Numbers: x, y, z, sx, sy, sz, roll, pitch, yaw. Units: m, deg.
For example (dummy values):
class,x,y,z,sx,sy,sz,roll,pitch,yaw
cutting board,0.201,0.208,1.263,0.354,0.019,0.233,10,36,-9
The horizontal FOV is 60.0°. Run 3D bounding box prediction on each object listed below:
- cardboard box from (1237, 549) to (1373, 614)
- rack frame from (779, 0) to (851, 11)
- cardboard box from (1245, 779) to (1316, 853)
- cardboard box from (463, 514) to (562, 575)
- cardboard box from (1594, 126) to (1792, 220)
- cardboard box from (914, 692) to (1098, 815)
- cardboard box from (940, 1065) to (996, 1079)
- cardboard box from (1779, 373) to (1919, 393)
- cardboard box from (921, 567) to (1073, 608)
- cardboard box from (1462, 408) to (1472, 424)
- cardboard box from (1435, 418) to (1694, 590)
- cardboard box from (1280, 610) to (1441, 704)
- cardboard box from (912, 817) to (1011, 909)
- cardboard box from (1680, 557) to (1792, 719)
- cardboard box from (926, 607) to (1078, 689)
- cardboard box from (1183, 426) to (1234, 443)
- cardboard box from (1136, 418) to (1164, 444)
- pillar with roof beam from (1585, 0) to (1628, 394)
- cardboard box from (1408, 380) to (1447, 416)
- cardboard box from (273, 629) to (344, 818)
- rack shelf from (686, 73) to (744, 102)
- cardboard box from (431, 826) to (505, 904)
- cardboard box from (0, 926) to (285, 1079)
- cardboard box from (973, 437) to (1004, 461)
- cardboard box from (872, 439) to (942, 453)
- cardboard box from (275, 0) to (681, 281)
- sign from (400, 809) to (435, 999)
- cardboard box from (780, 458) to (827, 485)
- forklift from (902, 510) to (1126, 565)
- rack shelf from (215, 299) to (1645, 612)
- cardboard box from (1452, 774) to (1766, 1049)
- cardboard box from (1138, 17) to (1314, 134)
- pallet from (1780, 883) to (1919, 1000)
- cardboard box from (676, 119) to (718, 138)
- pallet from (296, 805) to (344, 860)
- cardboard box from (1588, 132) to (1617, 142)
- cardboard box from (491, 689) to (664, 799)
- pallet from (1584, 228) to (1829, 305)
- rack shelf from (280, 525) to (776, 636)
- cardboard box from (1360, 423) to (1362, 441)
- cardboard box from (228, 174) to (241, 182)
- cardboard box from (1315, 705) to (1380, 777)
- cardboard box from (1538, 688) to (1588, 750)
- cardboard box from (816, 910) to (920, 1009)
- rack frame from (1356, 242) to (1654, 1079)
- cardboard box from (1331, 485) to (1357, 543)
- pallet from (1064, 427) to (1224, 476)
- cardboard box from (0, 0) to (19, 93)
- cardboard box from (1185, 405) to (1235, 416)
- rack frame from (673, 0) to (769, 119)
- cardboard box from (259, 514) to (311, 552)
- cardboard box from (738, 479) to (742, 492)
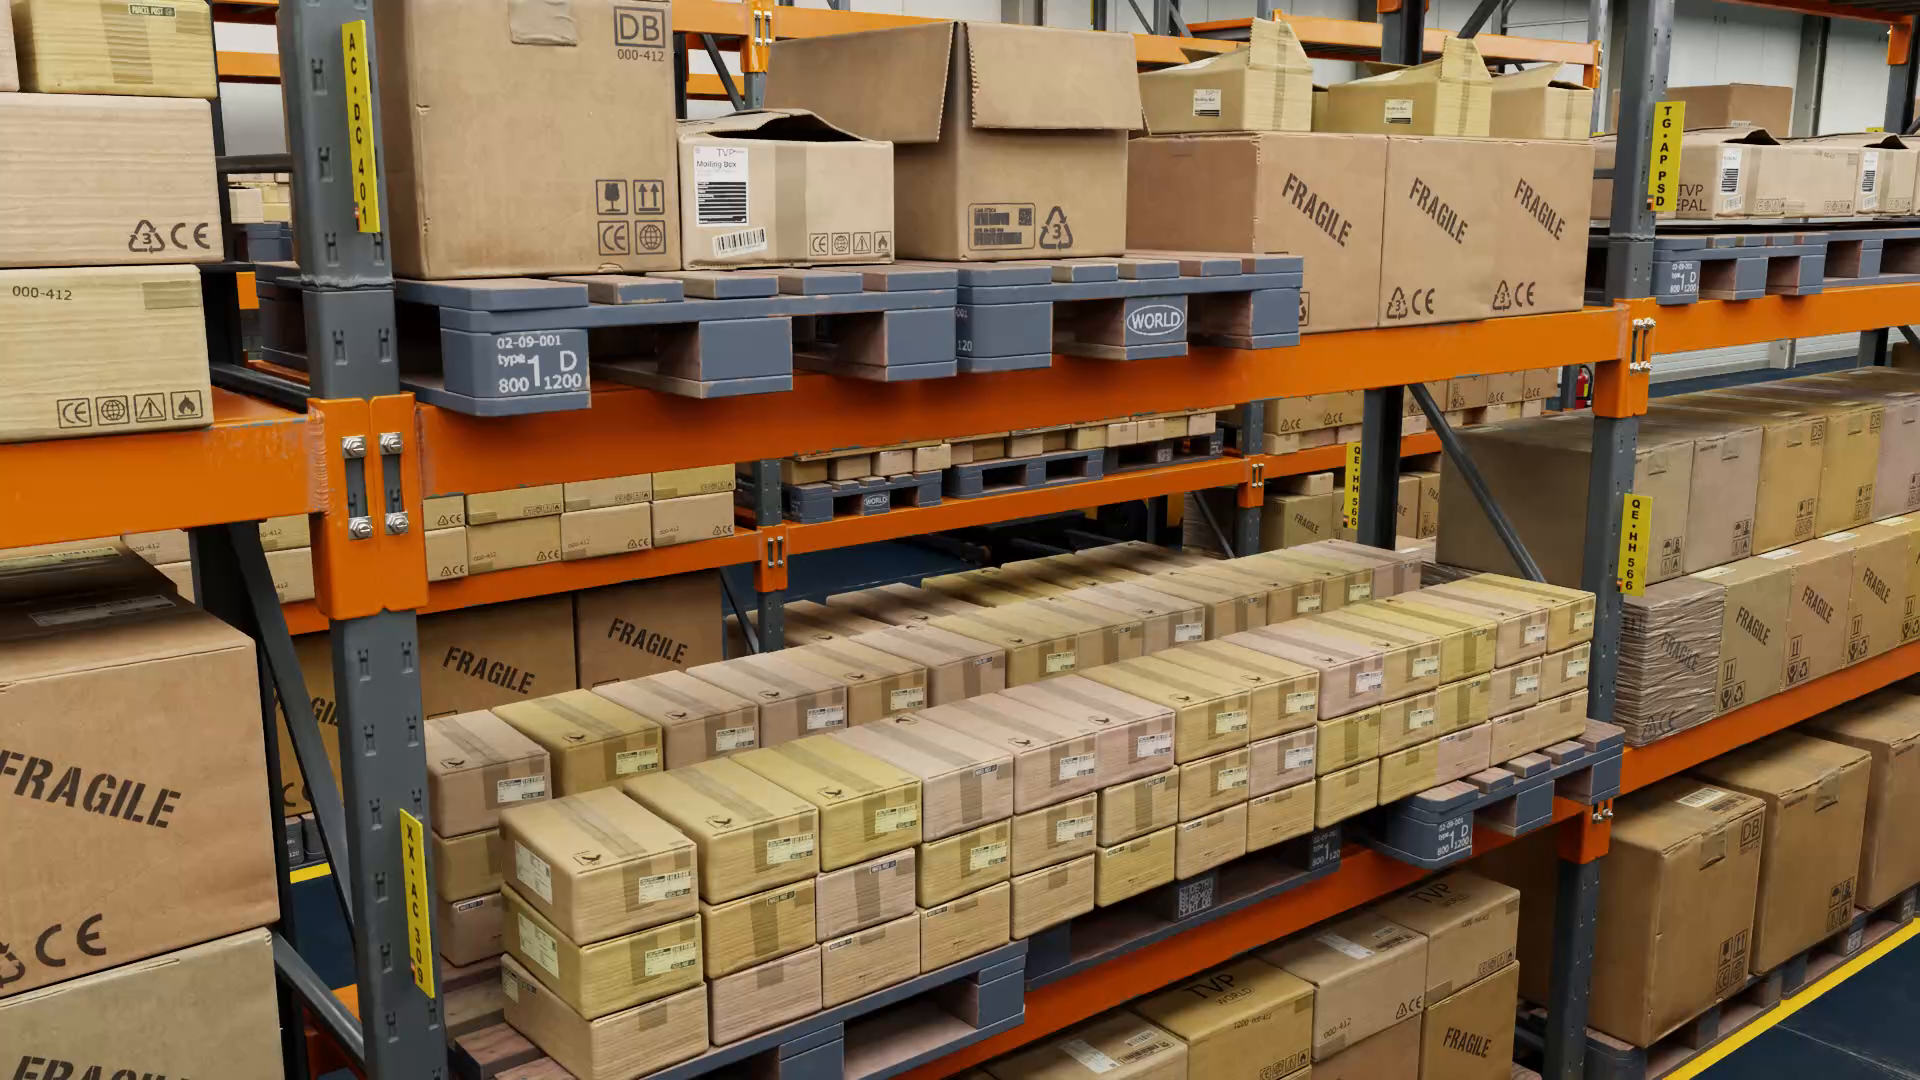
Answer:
class,x,y,z,sx,sy,sz,roll,pitch,yaw
cardboard box,1.131,0.148,5.494,0.250,0.149,0.380,-10,16,-39
rack frame,-1.331,-4.590,15.203,0.127,3.000,1.000,-9,15,-38
cardboard box,0.718,0.679,4.424,0.250,0.149,0.380,-9,15,-36
cardboard box,-2.376,-0.020,8.482,0.500,0.250,0.500,-10,15,-38
cardboard box,2.523,-1.279,5.792,0.500,0.311,0.500,-9,15,-38
cardboard box,0.104,0.491,3.877,0.250,0.149,0.380,-10,15,-38
cardboard box,-0.146,1.504,4.145,0.500,0.250,0.500,-9,15,-36
cardboard box,4.160,-0.467,7.580,0.500,0.500,0.700,-10,15,-39
cardboard box,0.264,0.481,11.076,0.625,0.372,0.950,-9,15,-36
cardboard box,3.926,-1.035,13.507,0.250,0.149,0.380,-9,15,-37
cardboard box,2.177,-0.137,6.026,0.500,0.500,0.700,-10,15,-38
cardboard box,1.116,0.323,4.667,0.250,0.149,0.380,-9,15,-36
cardboard box,-0.103,0.671,3.748,0.250,0.149,0.380,-10,16,-40
cardboard box,2.735,0.328,6.245,0.500,0.500,0.500,-10,15,-38
cardboard box,0.116,0.315,4.706,0.250,0.149,0.380,-10,15,-38
cardboard box,1.833,-0.820,12.493,0.250,0.149,0.380,-10,15,-38
cardboard box,1.148,-0.752,11.162,0.250,0.149,0.380,-10,15,-39
pillar with roof beam,12.745,-6.024,21.955,0.400,9.000,9.100,-9,15,-38
cardboard box,3.450,-1.258,12.998,0.500,0.500,0.500,-9,15,-37
cardboard box,-3.339,0.809,8.324,0.875,0.875,0.875,-9,15,-36
rack shelf,-2.893,-3.783,14.098,4.000,0.370,1.077,-9,15,-38
cardboard box,-1.115,0.665,3.775,0.250,0.149,0.380,-9,15,-36
cardboard box,-1.504,0.891,2.877,0.500,0.500,0.500,-9,15,-38
cardboard box,0.067,-0.605,10.473,0.250,0.149,0.380,-9,15,-35
cardboard box,-0.452,-0.822,9.930,0.500,0.500,0.500,-8,15,-35
cardboard box,-0.938,-0.776,3.212,0.500,0.500,0.700,-9,15,-38
sign,-0.958,0.640,2.930,0.005,0.325,0.100,-9,15,-38
cardboard box,-0.981,-0.427,9.632,0.250,0.149,0.380,-11,16,-41
forklift,0.396,-1.333,14.473,1.130,2.935,3.031,-10,15,-38
rack shelf,0.259,-0.398,4.415,4.000,0.370,1.077,-9,15,-38
cardboard box,2.352,1.288,6.367,0.750,0.750,1.050,-10,15,-38
cardboard box,0.676,-1.168,4.225,0.258,0.266,0.396,-9,15,-38
pallet,3.435,1.574,7.329,1.213,0.211,1.003,-9,15,-38
cardboard box,-1.551,-1.982,8.882,0.637,0.503,0.797,-11,16,-41
pallet,-2.965,1.279,8.717,1.213,0.211,1.003,-9,15,-38
cardboard box,2.449,-1.405,6.386,0.500,0.311,0.500,-9,15,-38
cardboard box,-0.902,0.484,3.910,0.250,0.149,0.380,-10,16,-39
pallet,2.290,-1.010,6.016,1.003,0.211,1.213,-9,15,-35
rack shelf,-2.912,0.279,8.446,4.000,0.370,1.077,-9,15,-38
cardboard box,2.976,-0.864,12.702,0.250,0.149,0.380,-10,15,-38
cardboard box,-5.356,-2.643,11.941,0.250,0.149,0.380,-10,15,-39
cardboard box,0.917,0.501,4.546,0.250,0.149,0.380,-10,15,-38
cardboard box,1.723,0.514,5.204,0.250,0.149,0.380,-9,15,-37
cardboard box,-0.297,0.849,3.625,0.250,0.149,0.380,-9,15,-37
rack frame,1.821,0.457,5.874,0.127,3.000,1.000,-9,15,-38
cardboard box,2.813,-0.183,12.692,0.500,0.500,0.500,-9,15,-35
pallet,1.085,-0.682,11.701,1.213,0.211,1.003,-9,15,-38
cardboard box,-1.577,-0.736,2.471,0.250,0.149,0.380,-9,15,-36
cardboard box,1.555,-1.154,11.495,0.500,0.500,0.500,-10,15,-39
rack frame,-1.351,-3.267,8.970,0.127,3.000,1.000,-9,15,-38
cardboard box,-3.154,-0.129,7.794,0.500,0.250,0.500,-9,15,-37
cardboard box,-2.342,-0.531,15.234,0.625,0.625,0.875,-10,15,-38
